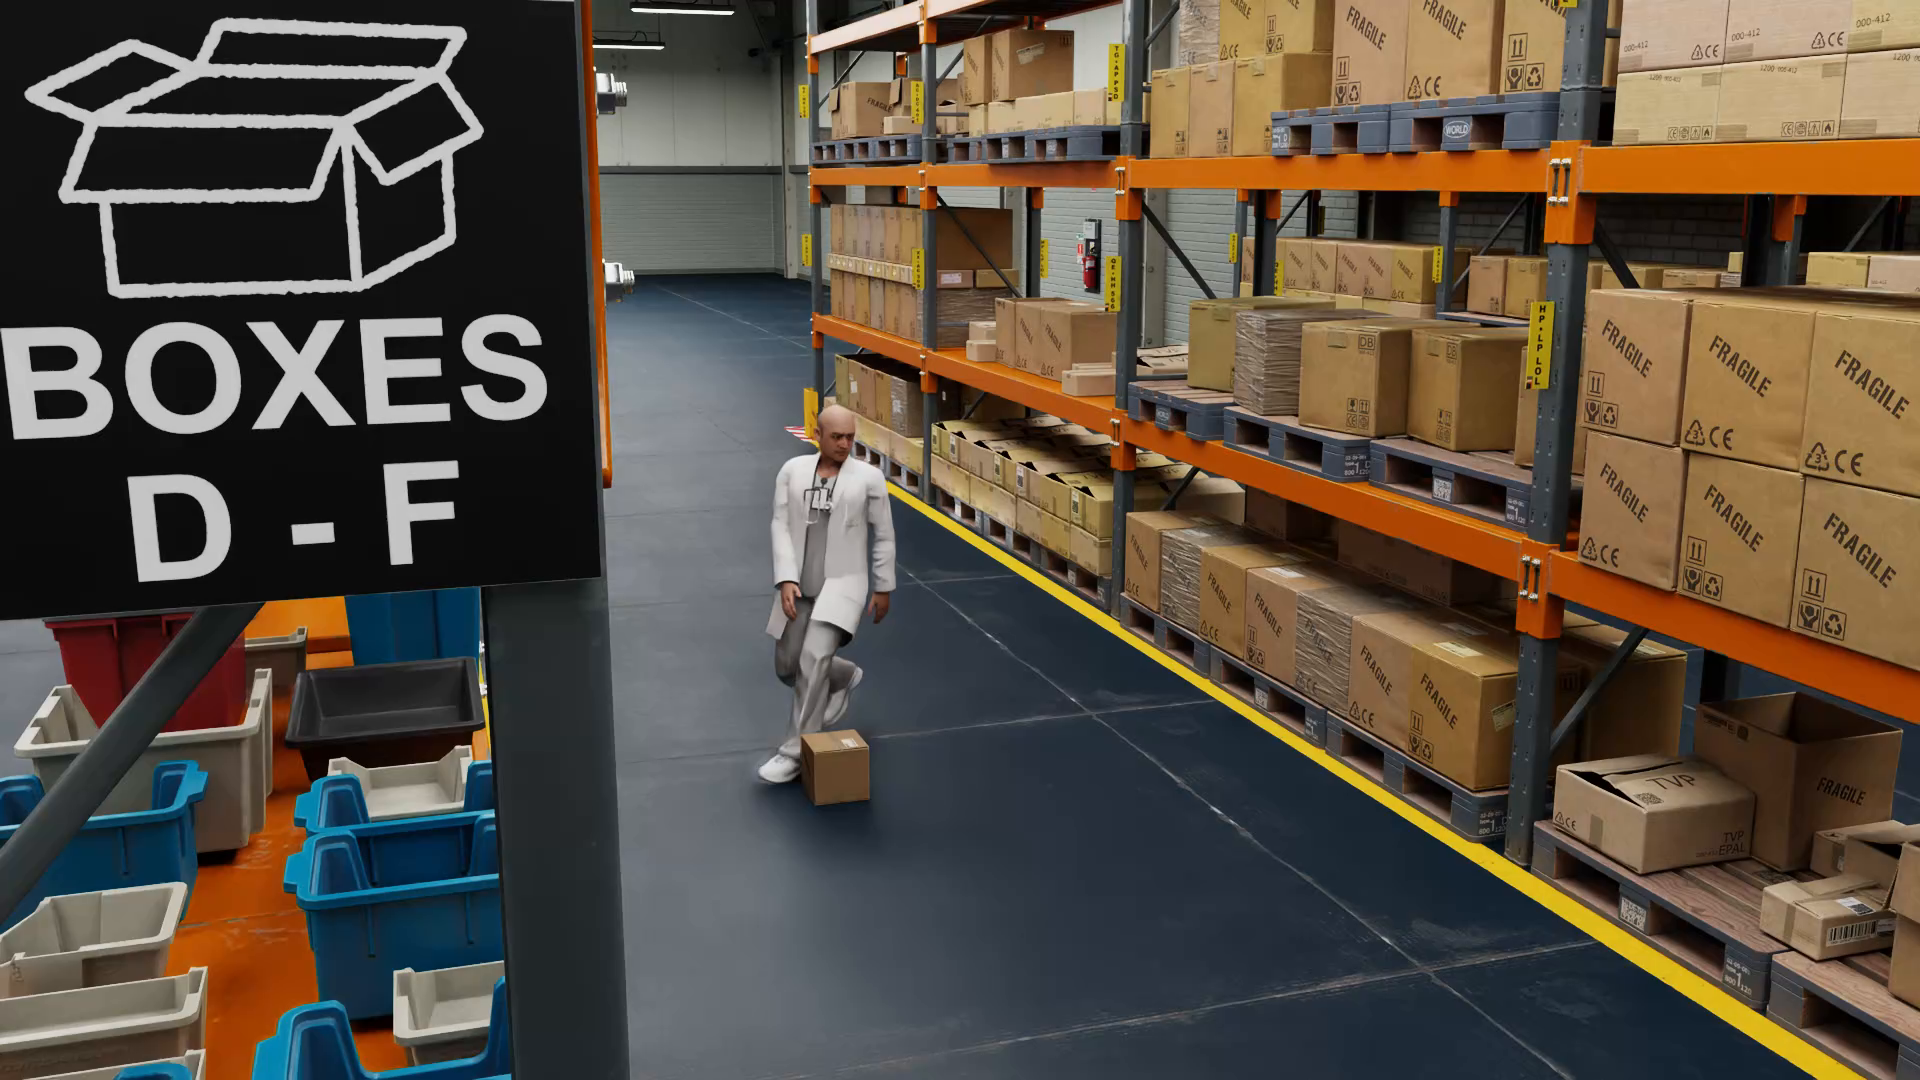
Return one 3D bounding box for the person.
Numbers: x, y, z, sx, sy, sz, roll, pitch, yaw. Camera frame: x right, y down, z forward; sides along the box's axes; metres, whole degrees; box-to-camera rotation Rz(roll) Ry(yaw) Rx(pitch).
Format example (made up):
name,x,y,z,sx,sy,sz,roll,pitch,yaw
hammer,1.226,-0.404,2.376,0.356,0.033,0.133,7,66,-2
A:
name,x,y,z,sx,sy,sz,roll,pitch,yaw
person,-0.656,0.213,7.750,0.572,1.667,1.056,4,13,19
